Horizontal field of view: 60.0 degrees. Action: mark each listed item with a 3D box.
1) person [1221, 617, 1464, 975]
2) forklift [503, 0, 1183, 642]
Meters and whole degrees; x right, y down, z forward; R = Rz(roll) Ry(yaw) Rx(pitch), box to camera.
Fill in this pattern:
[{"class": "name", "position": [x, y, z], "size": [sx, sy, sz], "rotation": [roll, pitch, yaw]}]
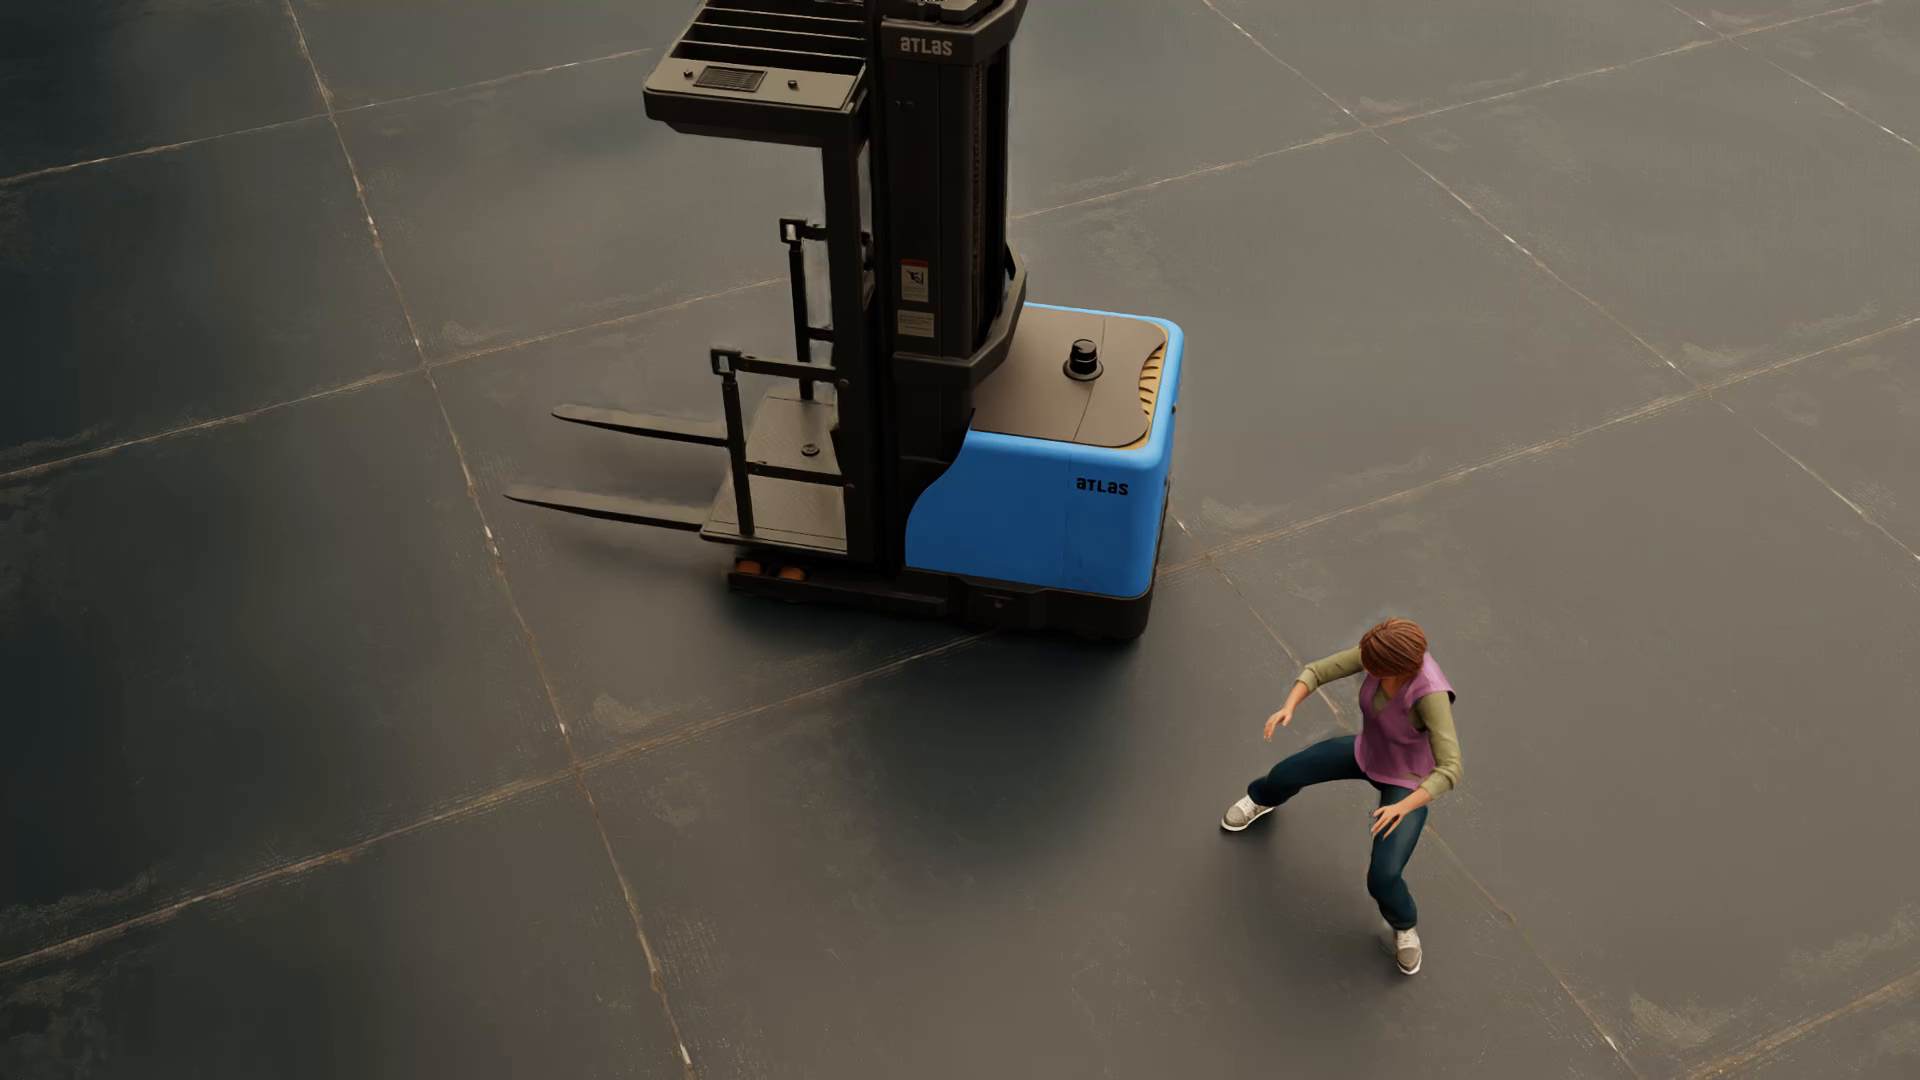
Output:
[{"class": "person", "position": [1.402, 0.829, 5.929], "size": [0.658, 1.378, 0.955], "rotation": [-17, 46, -17]}, {"class": "forklift", "position": [-0.579, -1.134, 6.895], "size": [3.031, 2.935, 1.130], "rotation": [8, 44, 8]}]
